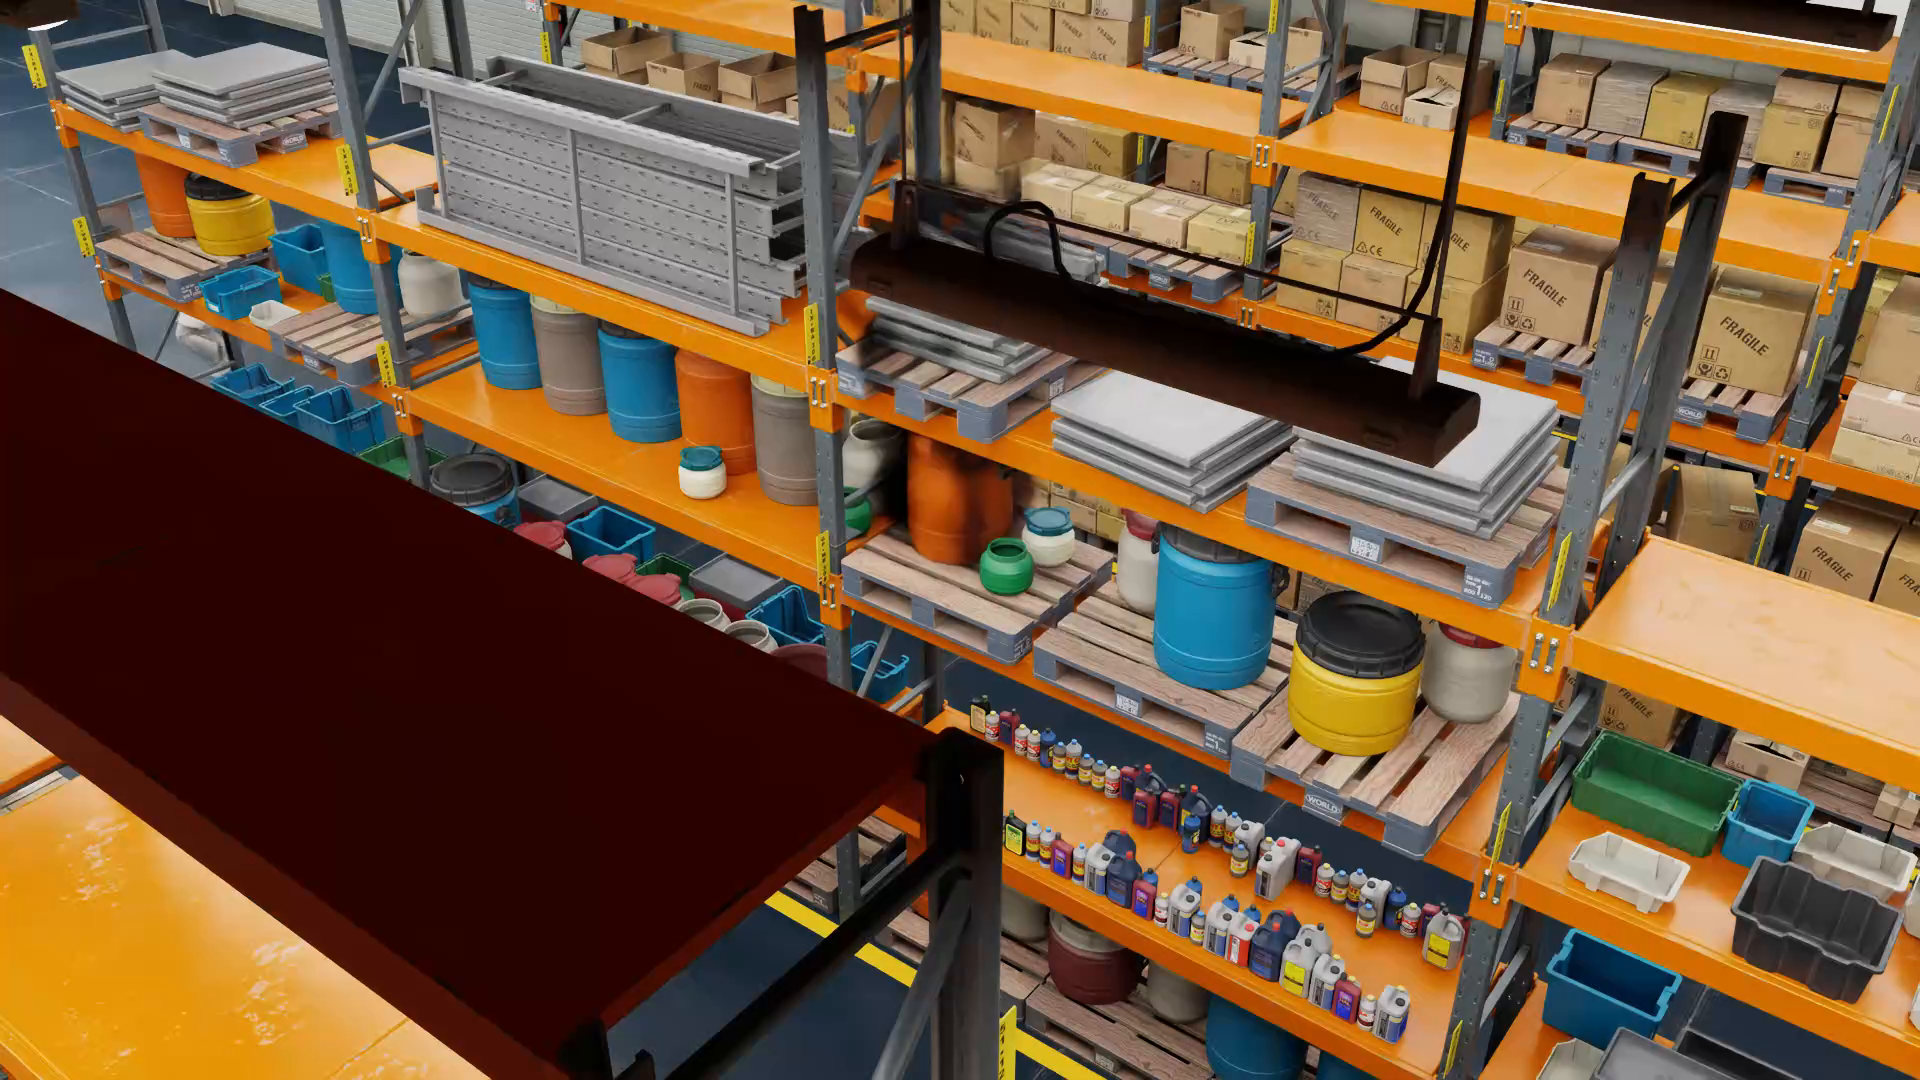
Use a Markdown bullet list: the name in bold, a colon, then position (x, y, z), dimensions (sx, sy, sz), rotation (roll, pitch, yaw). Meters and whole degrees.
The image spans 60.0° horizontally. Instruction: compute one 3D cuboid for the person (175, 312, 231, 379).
- **person**: position (-8.195, -2.542, 17.758), dimensions (0.696, 1.757, 0.710), rotation (-17, 35, -25)
